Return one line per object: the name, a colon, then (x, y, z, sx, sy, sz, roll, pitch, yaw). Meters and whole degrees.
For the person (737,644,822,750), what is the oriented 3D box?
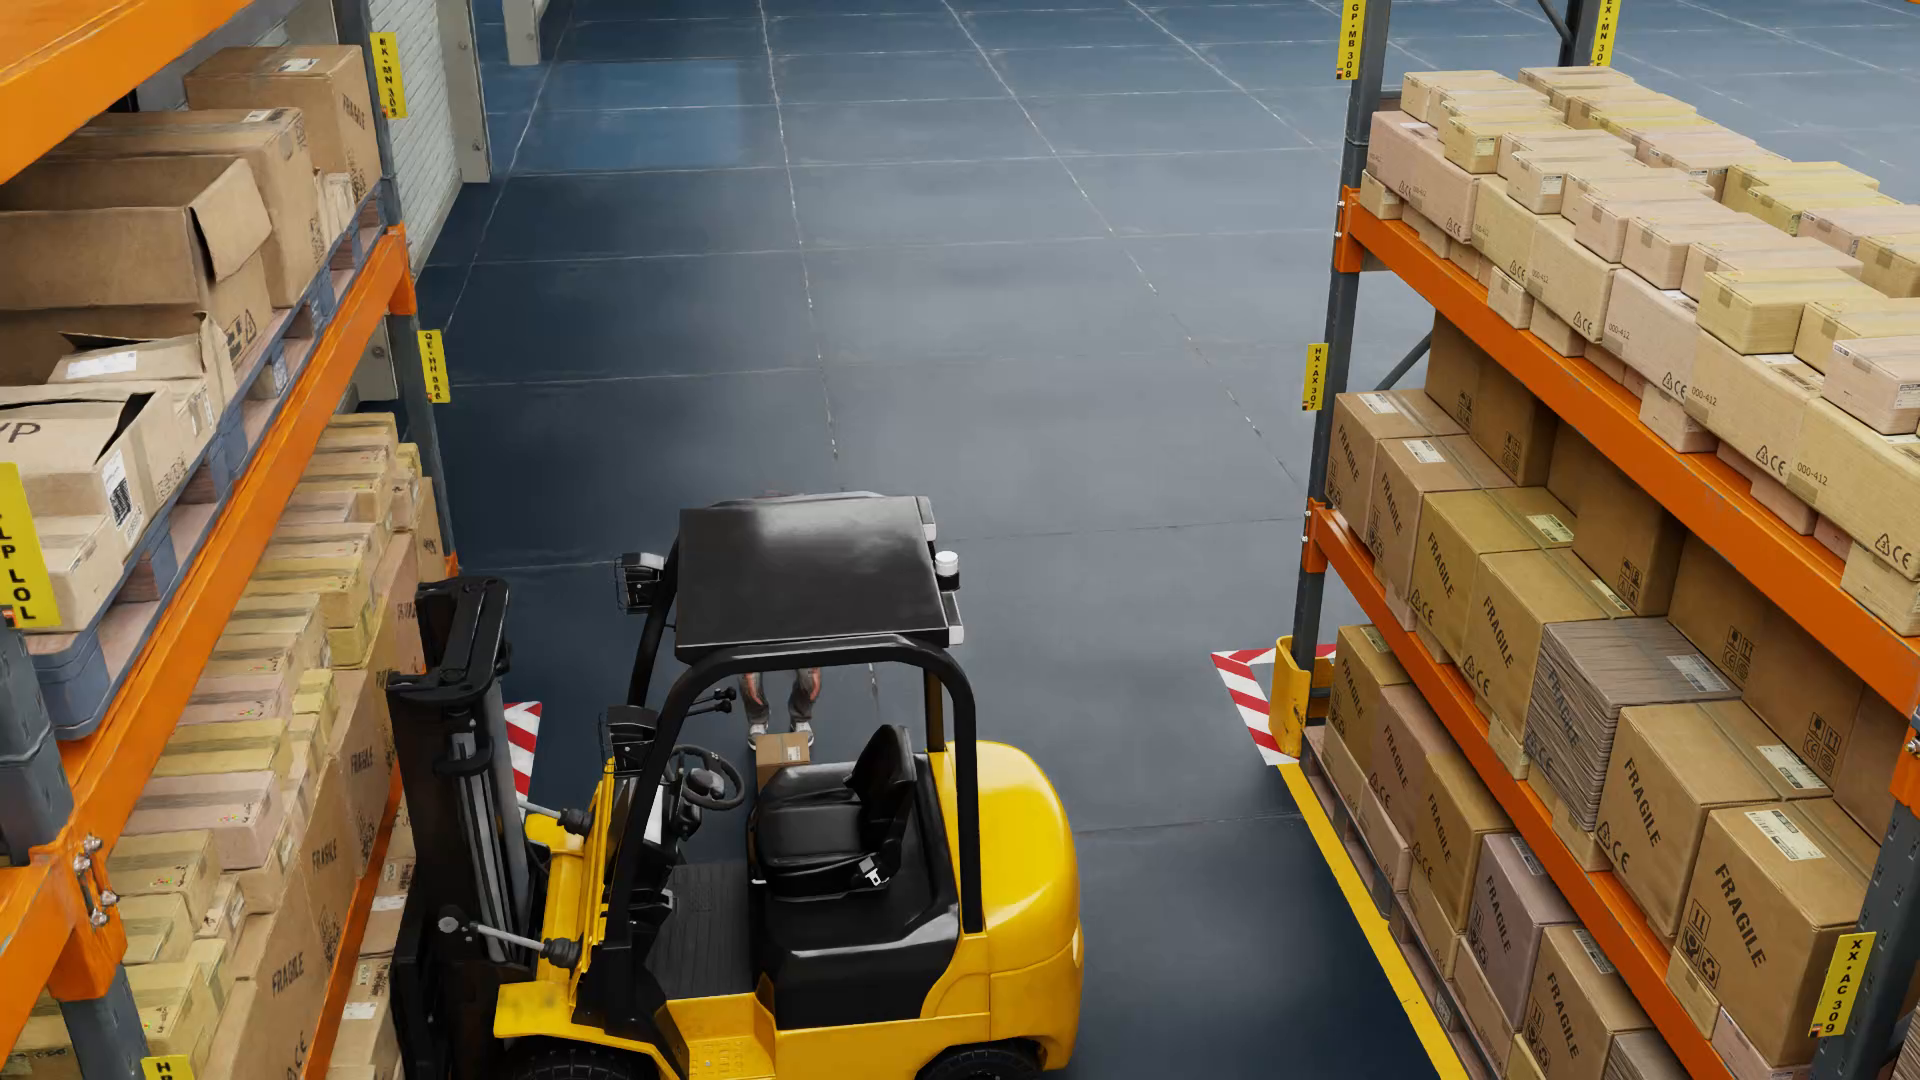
person: (-0.869, 0.485, 8.120, 0.462, 1.214, 0.701, -4, 28, -7)
